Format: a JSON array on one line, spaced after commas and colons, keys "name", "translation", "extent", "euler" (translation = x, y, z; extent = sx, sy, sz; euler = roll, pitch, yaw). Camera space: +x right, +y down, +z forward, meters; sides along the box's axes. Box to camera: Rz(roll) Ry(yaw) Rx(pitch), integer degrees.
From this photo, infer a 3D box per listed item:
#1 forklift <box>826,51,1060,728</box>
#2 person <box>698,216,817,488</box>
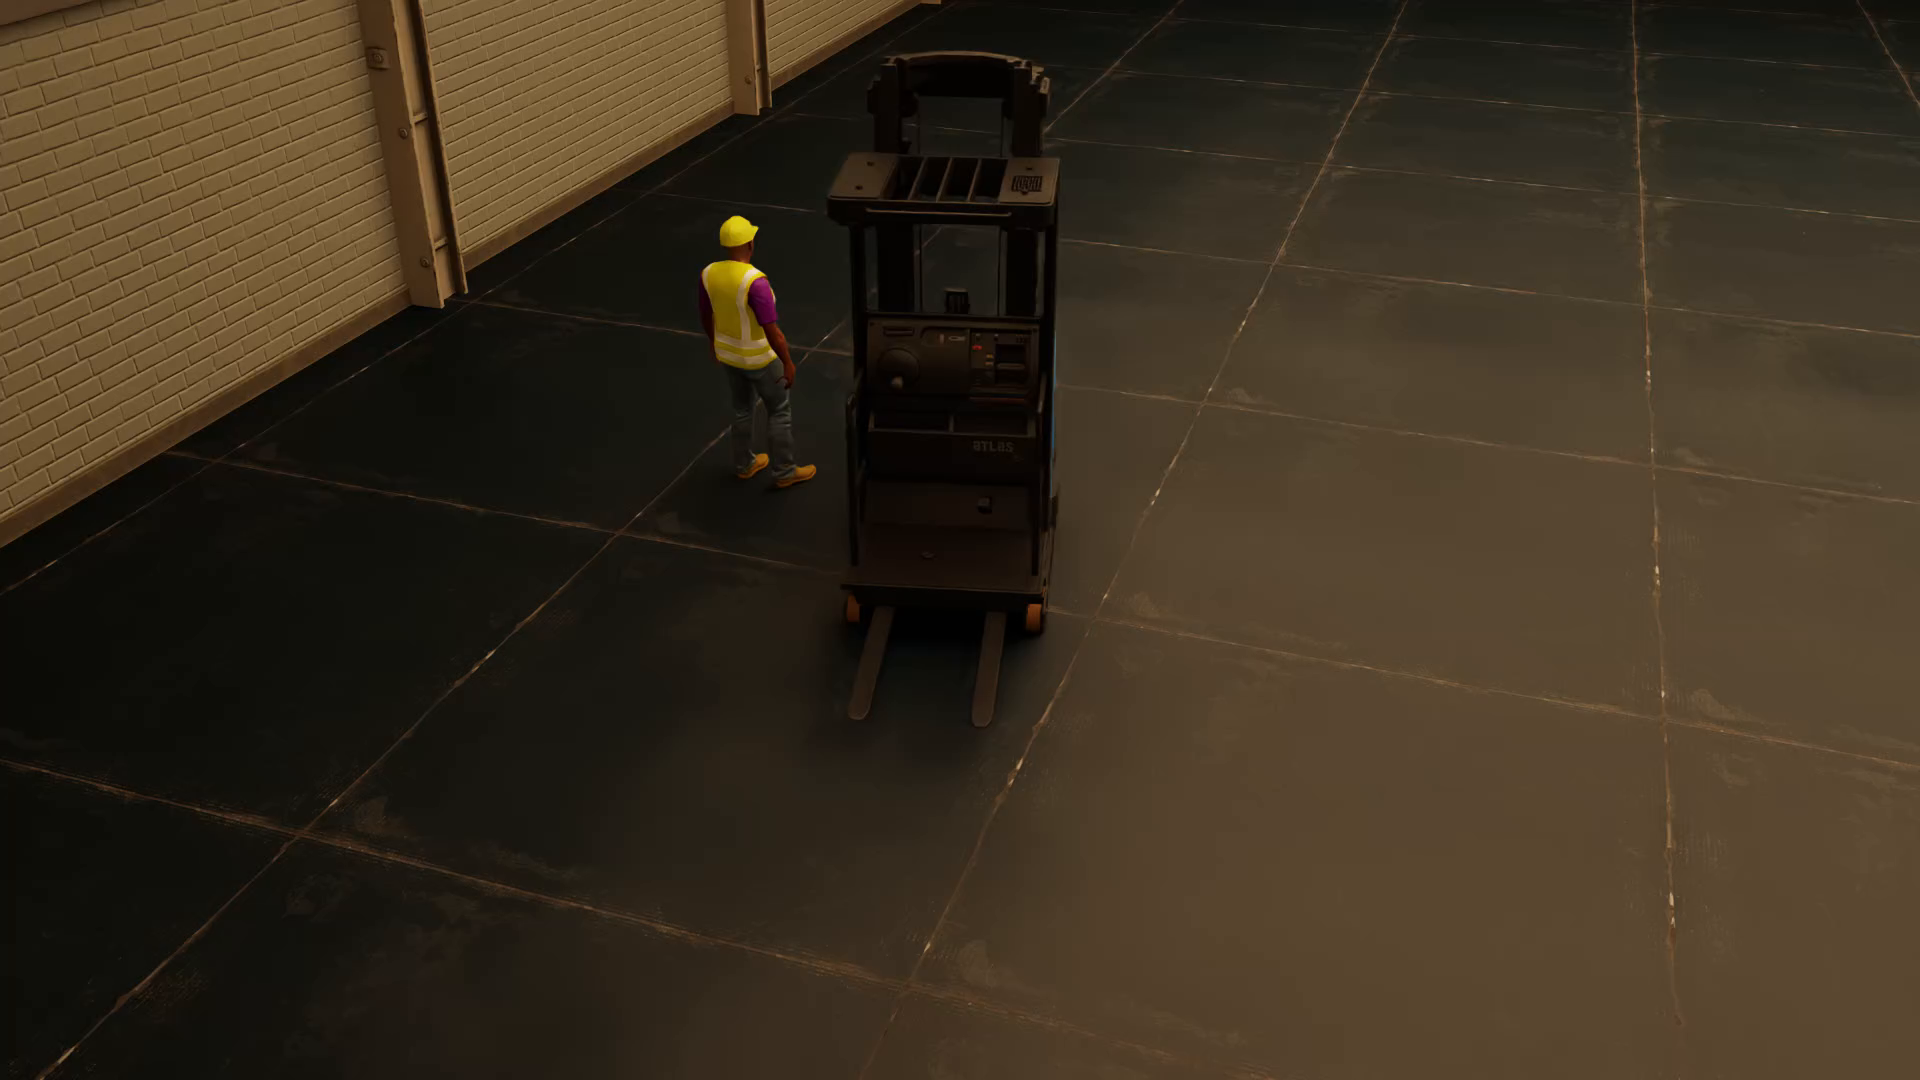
[{"name": "forklift", "translation": [-0.059, -0.936, 8.779], "extent": [1.130, 2.935, 3.031], "euler": [3, 30, 5]}, {"name": "person", "translation": [-1.283, -1.175, 10.378], "extent": [0.699, 1.766, 0.493], "euler": [19, 35, 30]}]
